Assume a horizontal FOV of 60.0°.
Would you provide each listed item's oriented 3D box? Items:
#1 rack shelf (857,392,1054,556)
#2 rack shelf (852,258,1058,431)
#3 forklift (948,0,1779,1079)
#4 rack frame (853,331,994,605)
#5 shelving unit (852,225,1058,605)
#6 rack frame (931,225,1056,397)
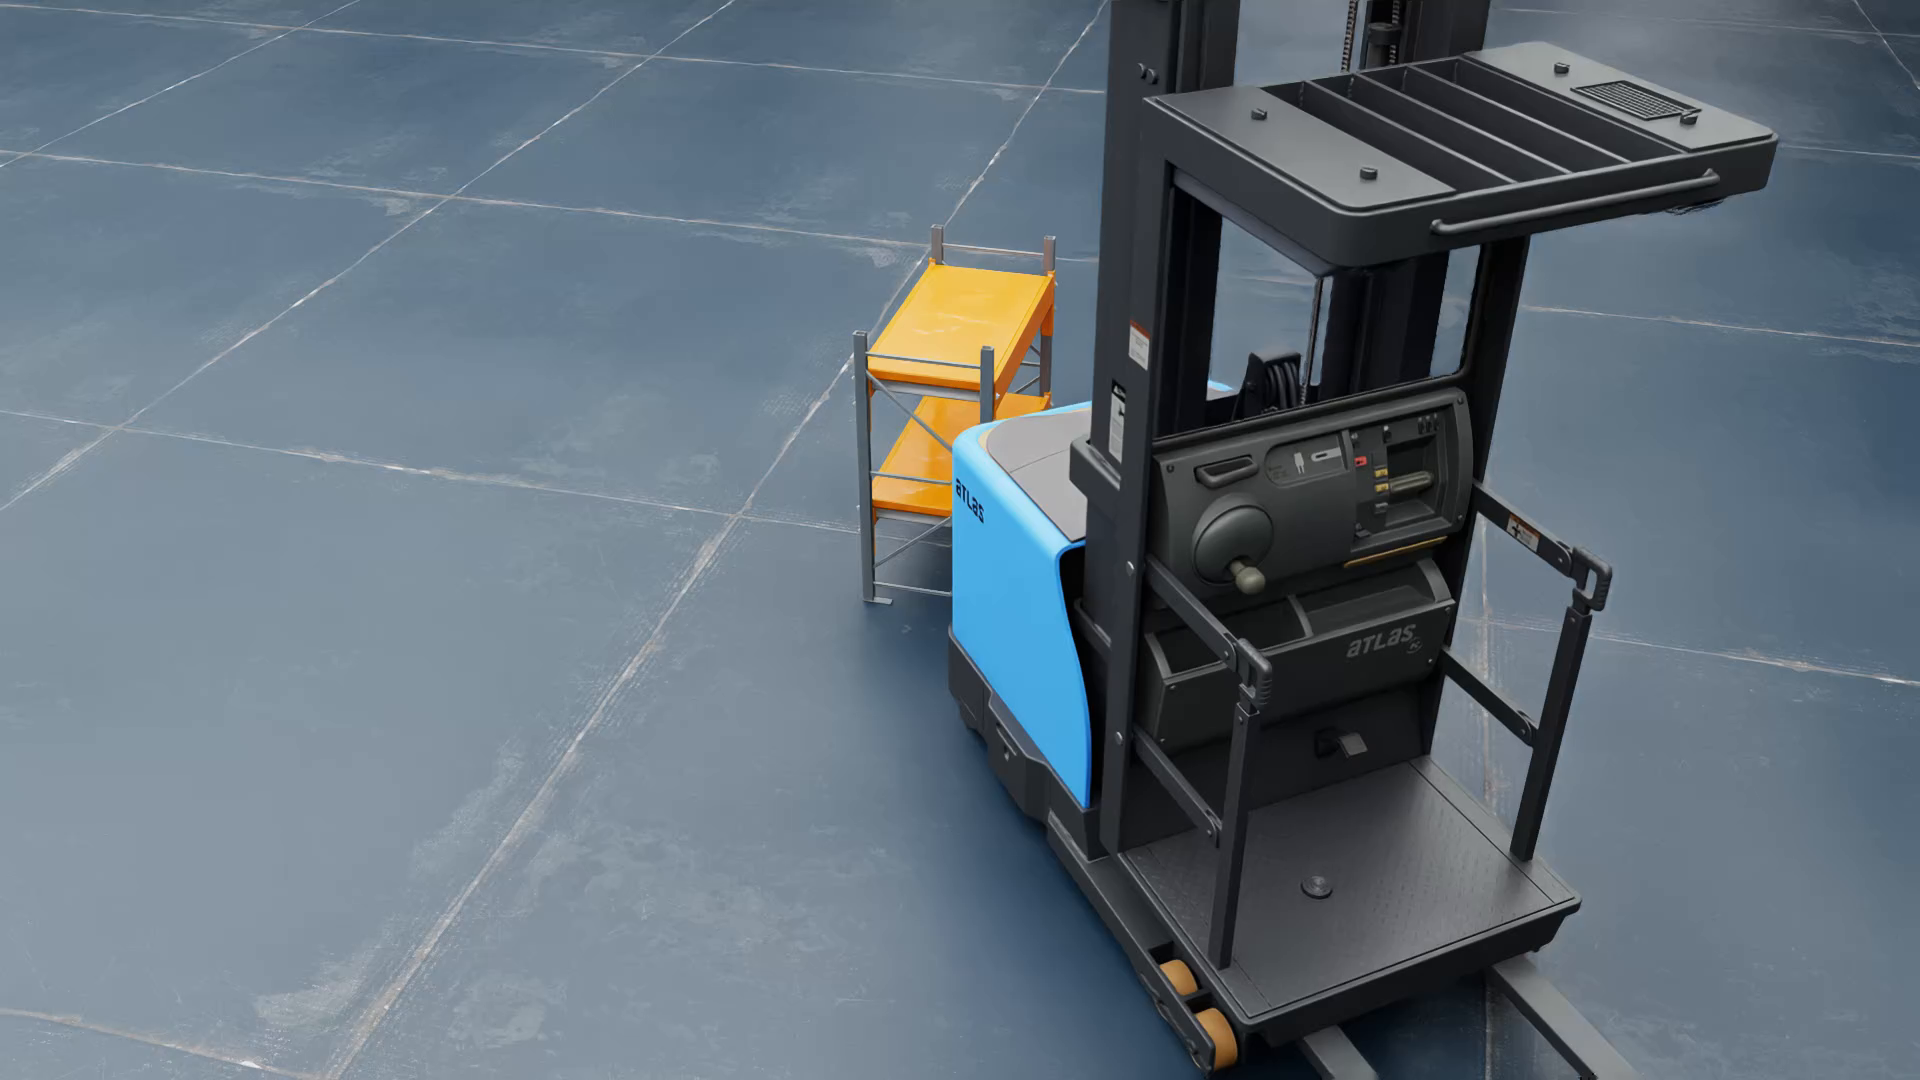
[{"bbox_3d":[0.002,-0.272,6.585,0.538,0.278,1.000,8,33,12],"label":"rack shelf"},{"bbox_3d":[0.002,-0.725,6.297,0.538,0.278,1.000,8,33,12],"label":"rack shelf"},{"bbox_3d":[1.019,-0.068,4.125,1.130,2.935,3.031,-13,35,-20],"label":"forklift"},{"bbox_3d":[-0.127,-0.214,6.039,0.500,1.125,0.032,8,33,12],"label":"rack frame"},{"bbox_3d":[0.002,-0.478,6.454,0.538,1.125,1.048,8,33,12],"label":"shelving unit"},{"bbox_3d":[0.131,-0.742,6.869,0.500,1.125,0.032,8,33,12],"label":"rack frame"}]
